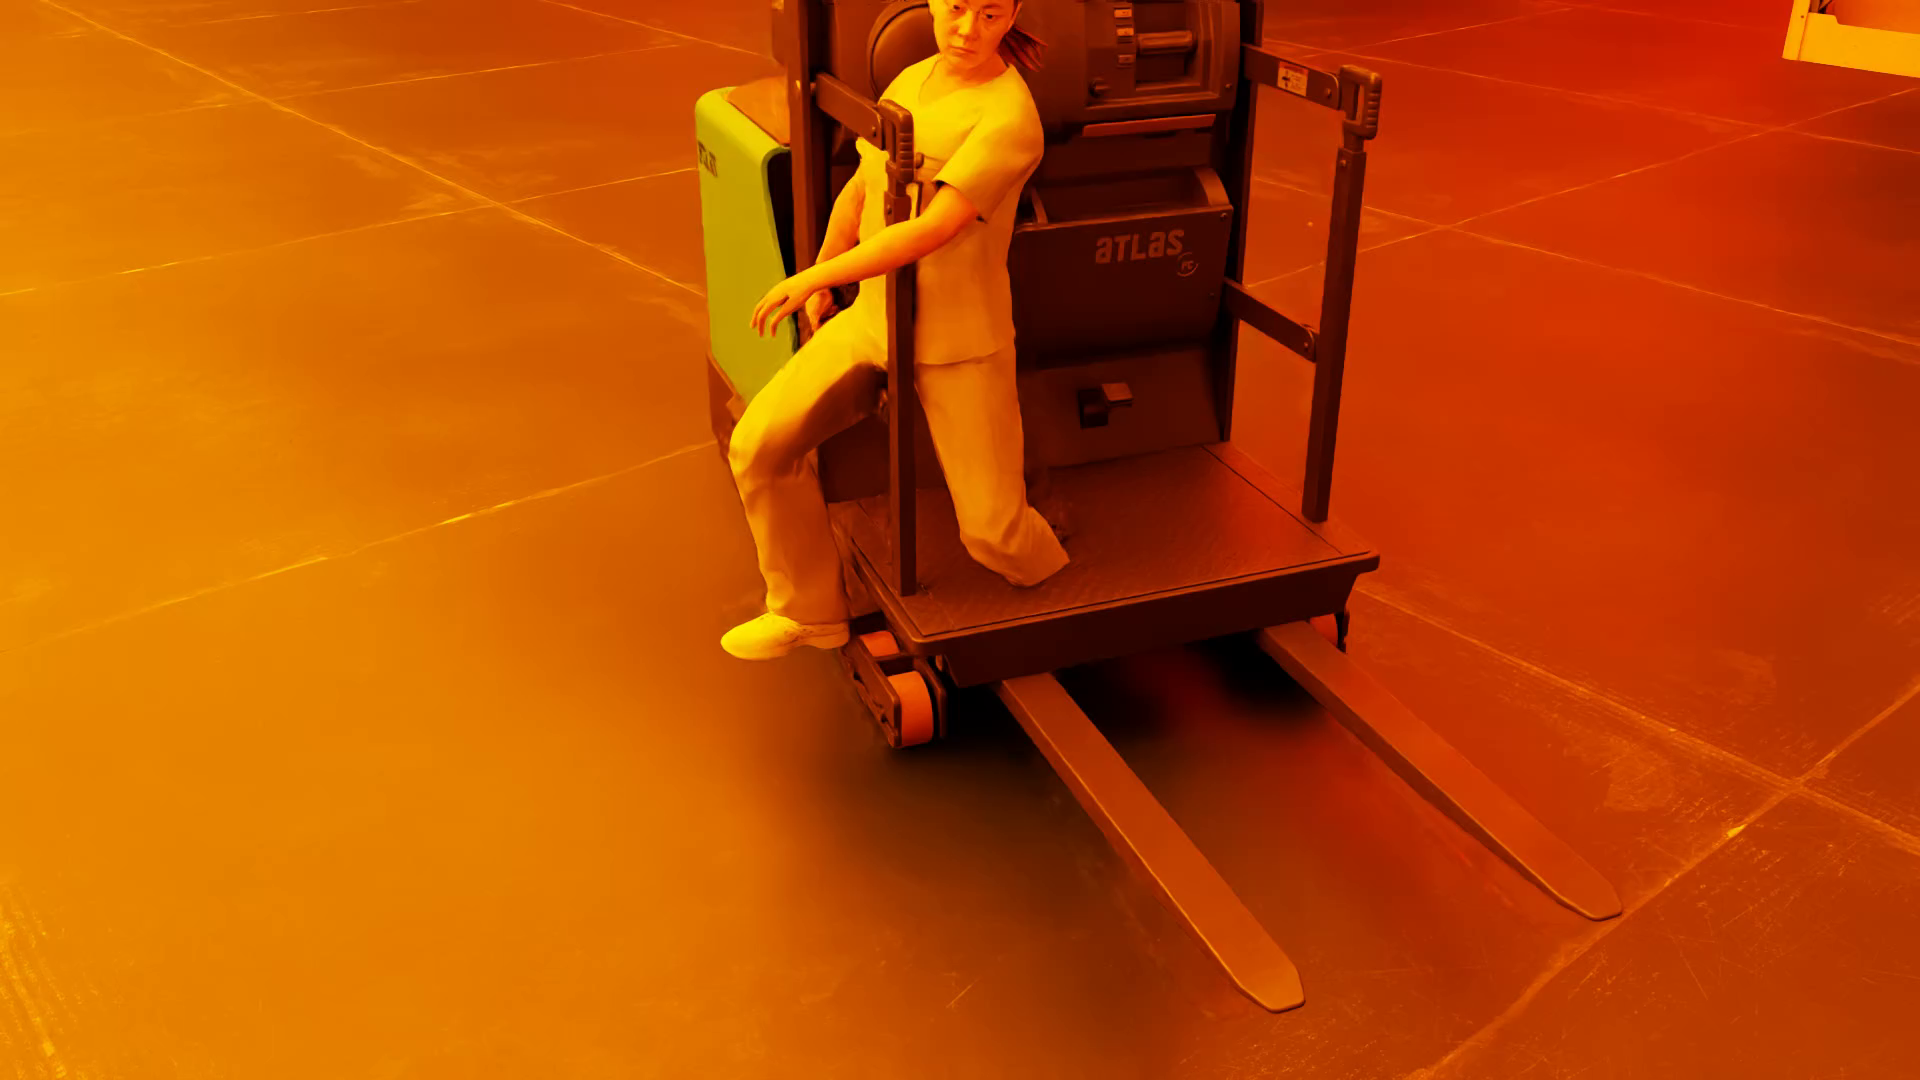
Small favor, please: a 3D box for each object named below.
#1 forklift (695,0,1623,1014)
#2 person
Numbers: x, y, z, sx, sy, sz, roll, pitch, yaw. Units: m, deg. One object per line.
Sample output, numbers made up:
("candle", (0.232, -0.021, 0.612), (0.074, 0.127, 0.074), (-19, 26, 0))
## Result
("forklift", (0.250, -1.072, 3.364), (1.130, 2.935, 3.031), (-10, 28, -19))
("person", (-0.108, -0.435, 3.395), (0.637, 1.574, 0.783), (23, 35, 38))
